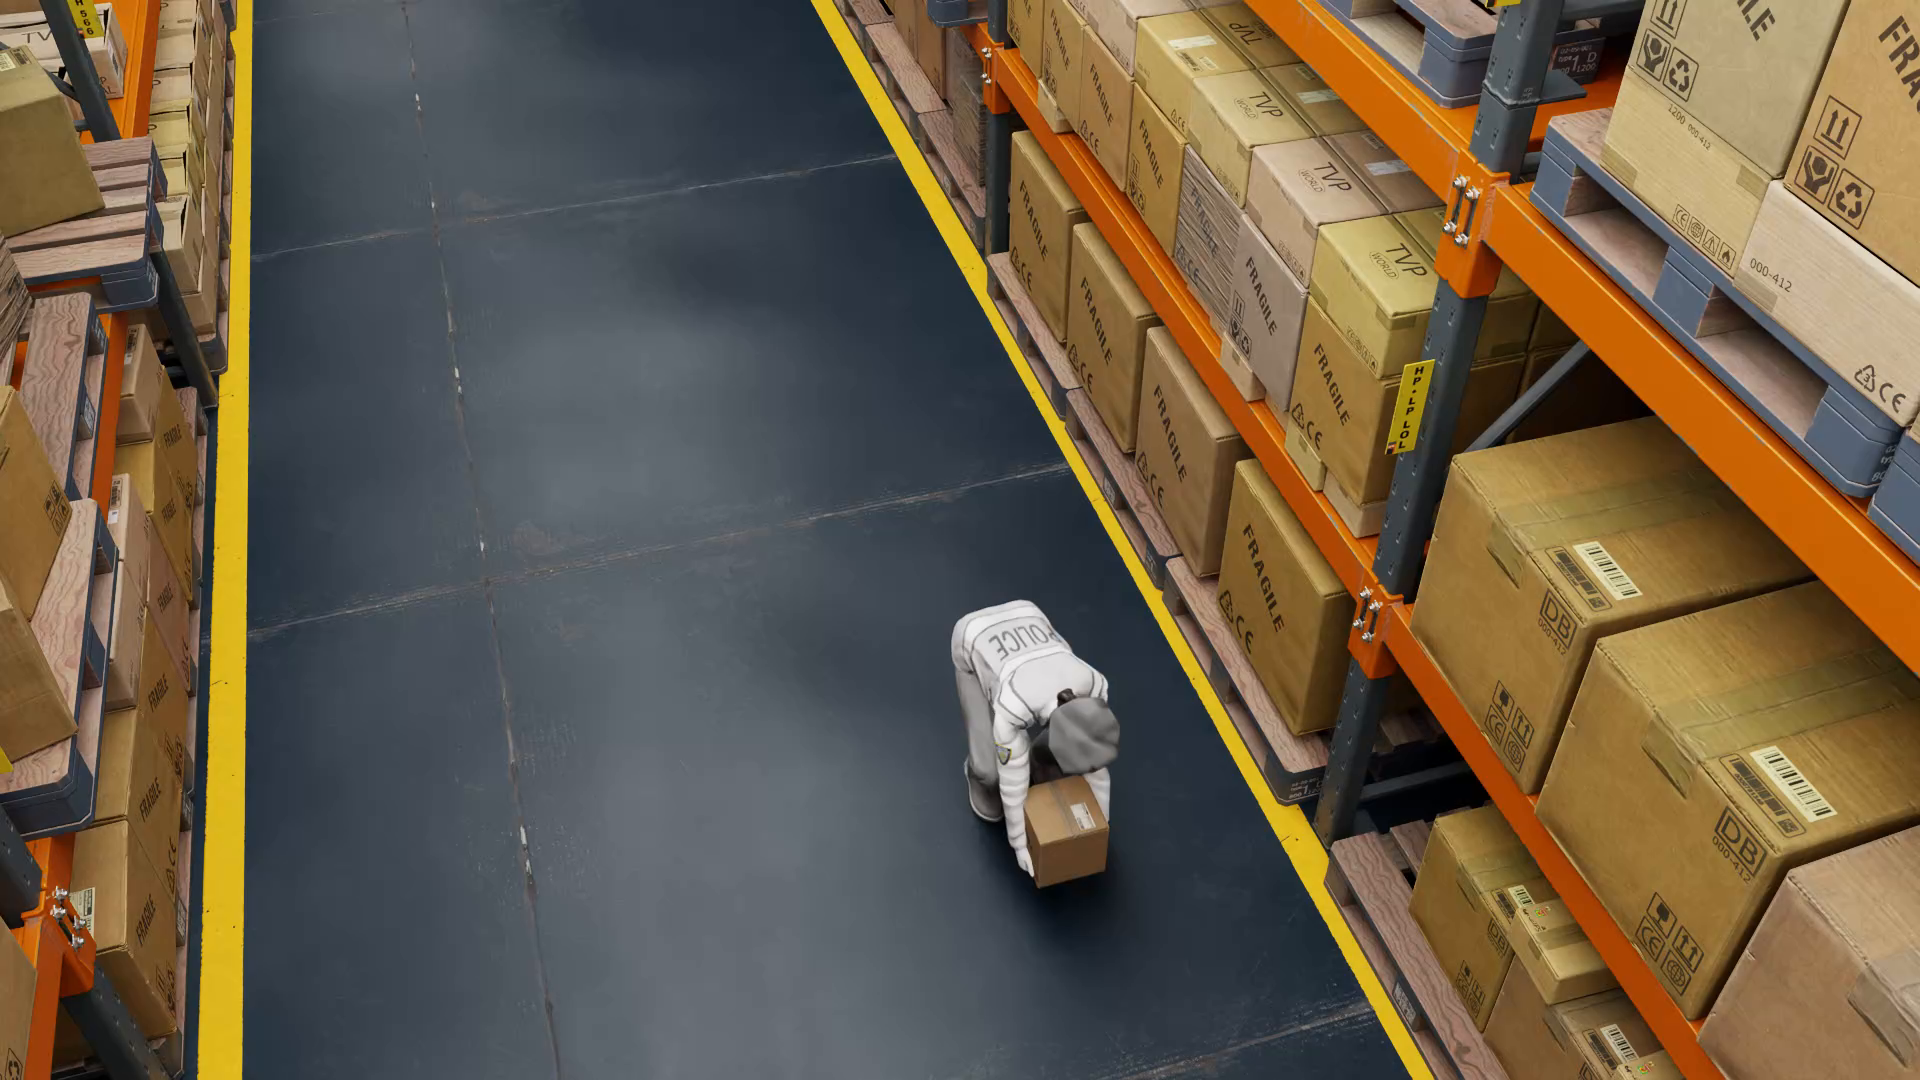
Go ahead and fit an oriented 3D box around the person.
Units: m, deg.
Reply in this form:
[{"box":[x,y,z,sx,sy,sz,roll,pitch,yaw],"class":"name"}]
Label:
[{"box":[0.267,0.694,5.914,0.468,0.978,0.912,-14,44,-15],"class":"person"}]
